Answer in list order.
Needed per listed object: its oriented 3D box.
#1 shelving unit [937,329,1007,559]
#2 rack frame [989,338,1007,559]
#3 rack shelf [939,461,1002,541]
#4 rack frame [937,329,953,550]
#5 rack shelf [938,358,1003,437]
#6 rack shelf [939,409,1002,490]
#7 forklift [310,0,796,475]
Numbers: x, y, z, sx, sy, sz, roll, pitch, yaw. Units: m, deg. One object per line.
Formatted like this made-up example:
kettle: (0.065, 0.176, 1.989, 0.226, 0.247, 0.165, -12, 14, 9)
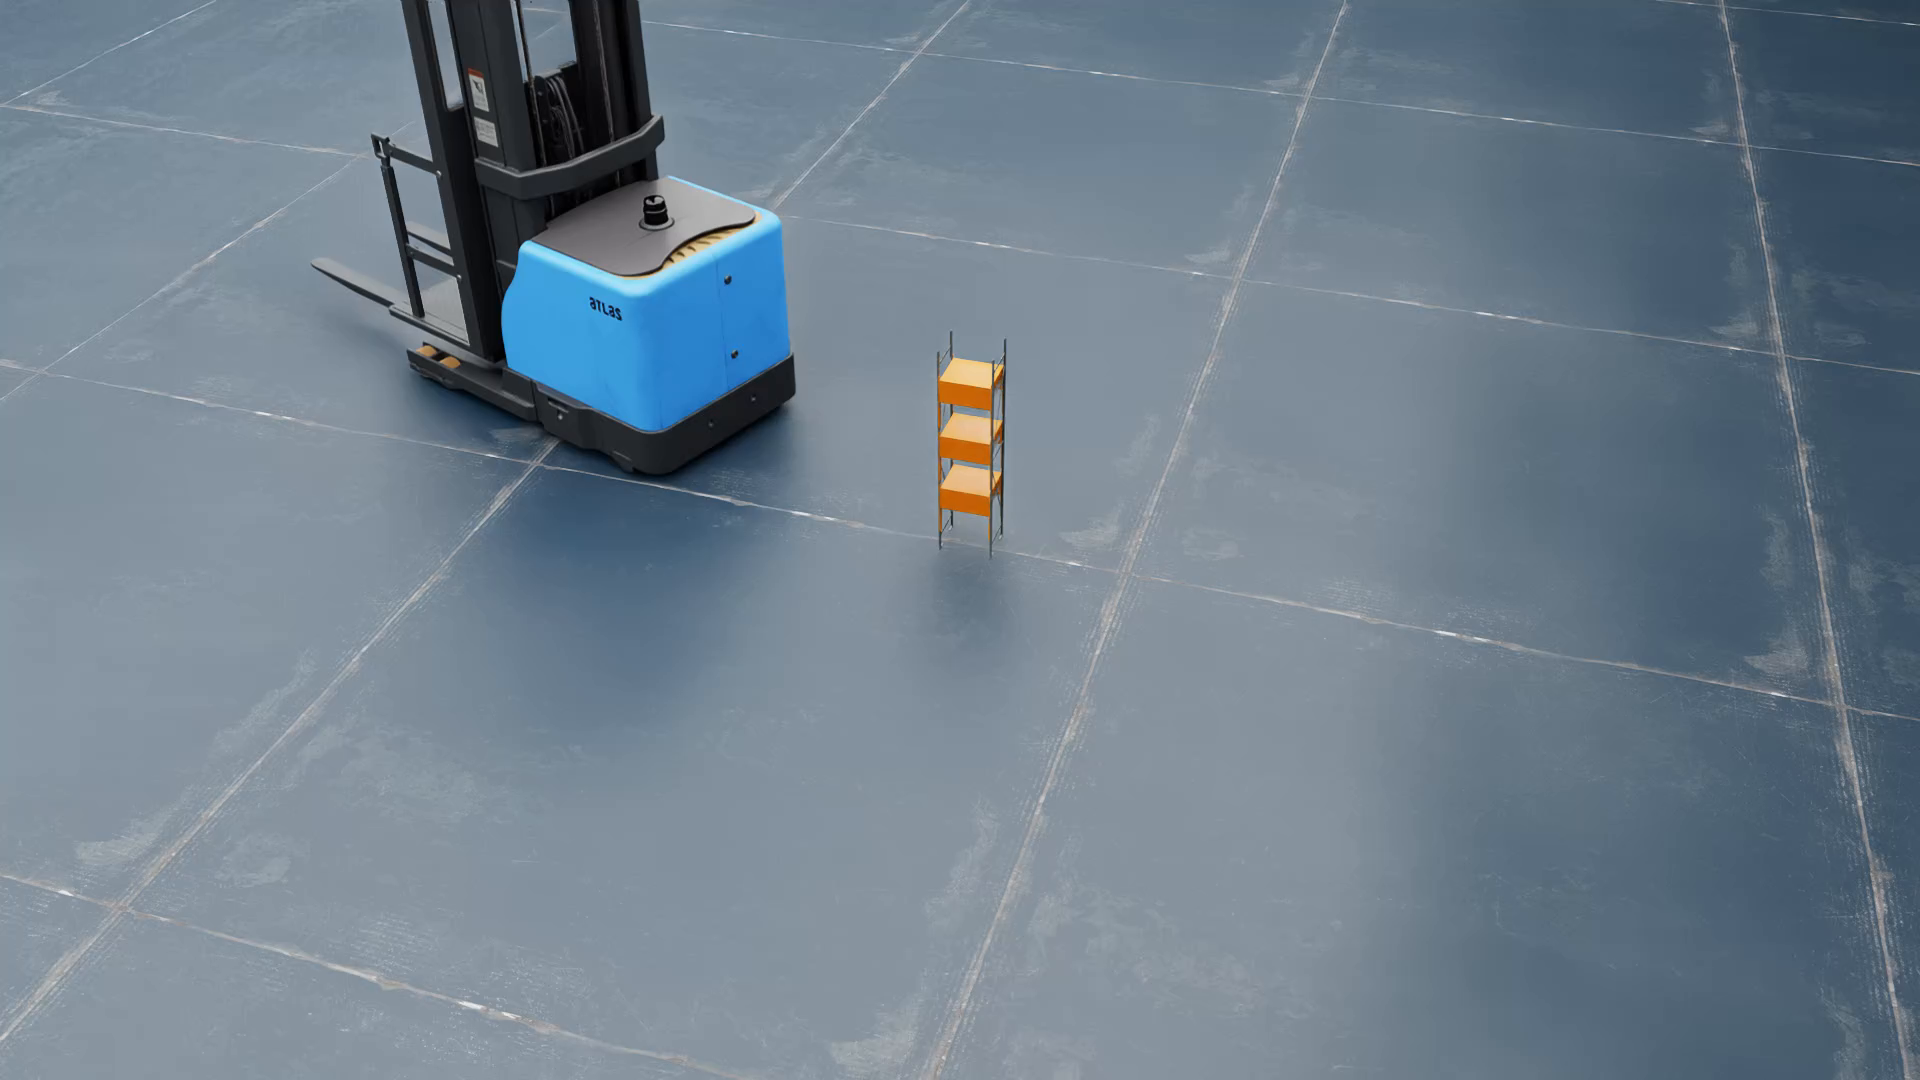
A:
shelving unit: (0.051, -0.413, 7.426, 0.252, 1.050, 0.215, 10, 38, 14)
rack frame: (0.168, -0.392, 7.397, 0.008, 1.050, 0.200, 10, 38, 14)
rack shelf: (0.051, -0.181, 7.597, 0.240, 0.259, 0.215, 10, 38, 14)
rack frame: (-0.065, -0.435, 7.455, 0.008, 1.050, 0.200, 10, 38, 14)
rack shelf: (0.051, -0.633, 7.264, 0.240, 0.259, 0.215, 10, 38, 14)
rack shelf: (0.051, -0.405, 7.432, 0.240, 0.259, 0.215, 10, 38, 14)
forklift: (-2.333, -2.207, 8.276, 3.031, 2.935, 1.130, 25, 43, 29)
